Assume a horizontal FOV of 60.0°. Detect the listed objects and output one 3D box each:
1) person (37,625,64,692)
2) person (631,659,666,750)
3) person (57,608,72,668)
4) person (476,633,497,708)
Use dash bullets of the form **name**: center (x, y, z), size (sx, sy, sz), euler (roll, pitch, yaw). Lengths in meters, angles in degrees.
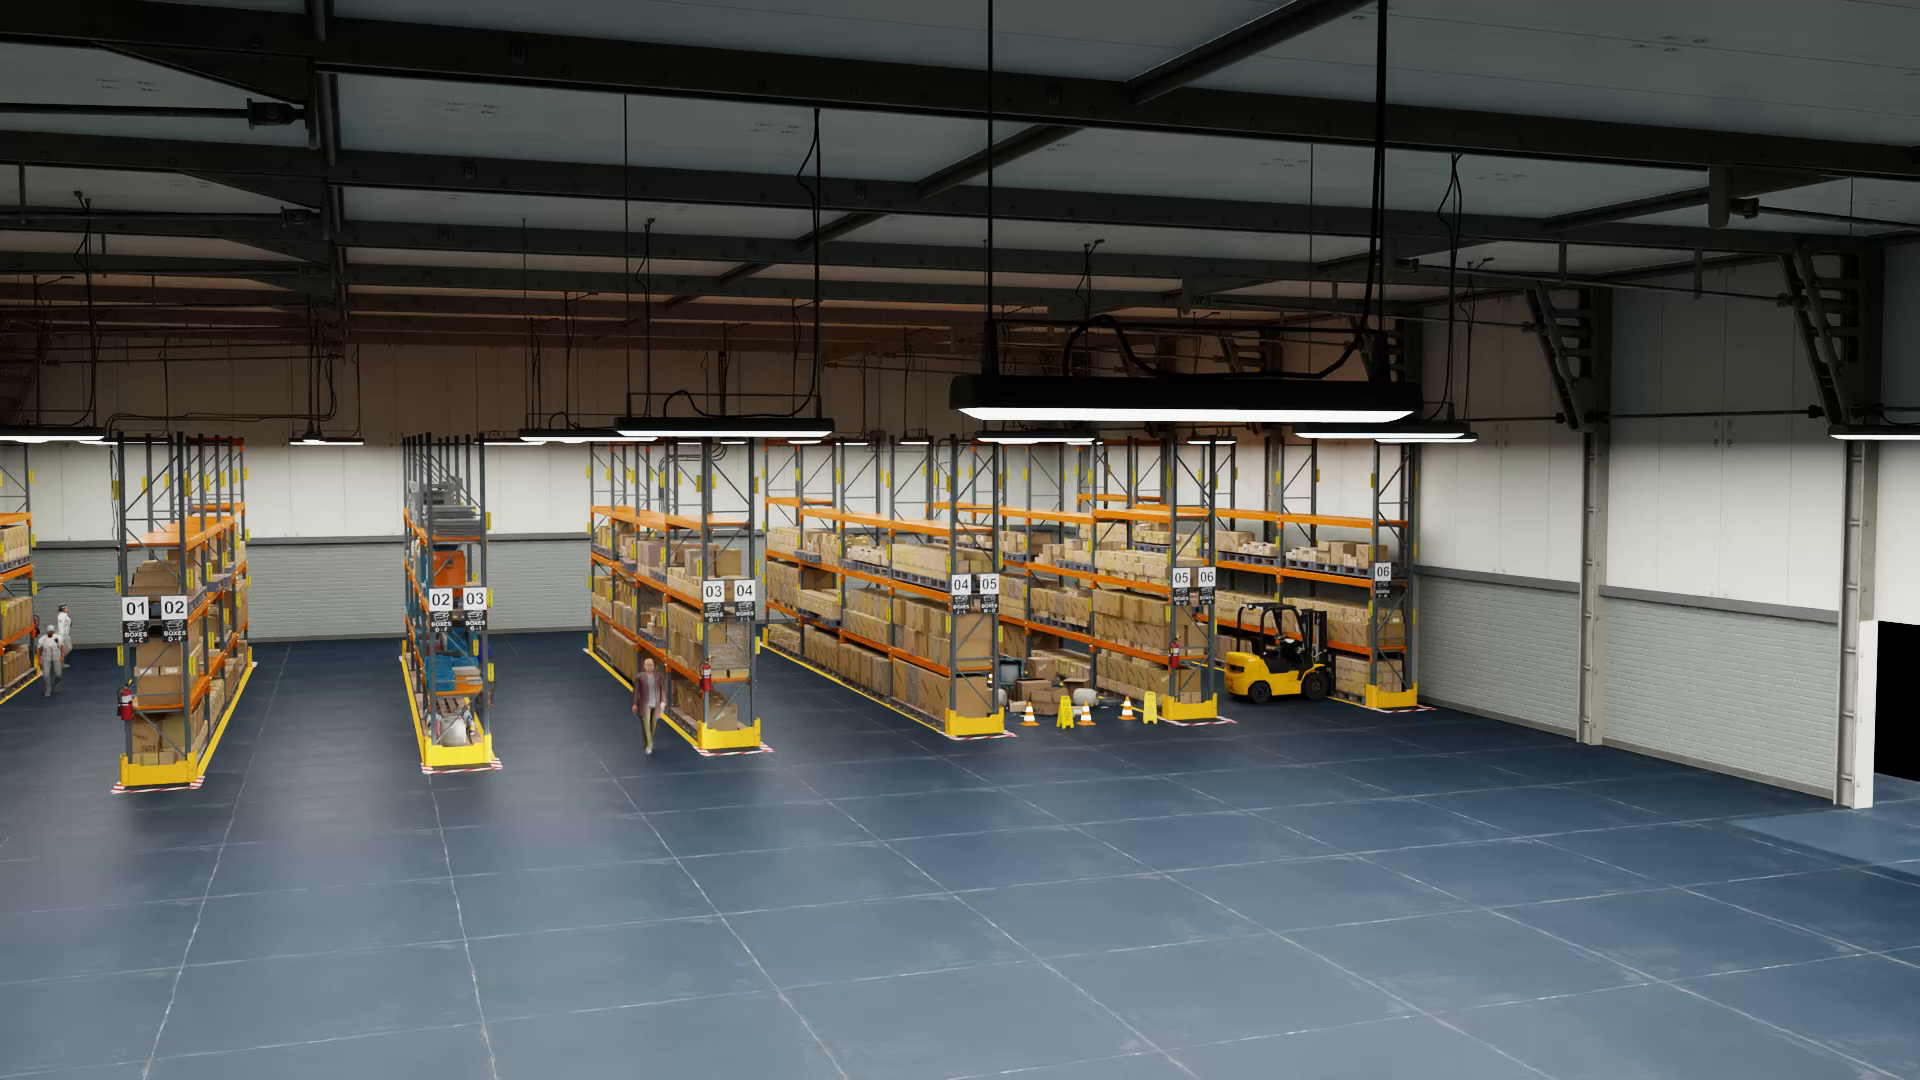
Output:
- **person**: center (-21.078, 2.739, 38.532), size (0.536, 1.568, 0.545), euler (-2, 4, -30)
- **person**: center (-5.837, 3.063, 31.249), size (0.605, 1.672, 0.809), euler (-2, 4, -32)
- **person**: center (-23.283, 2.490, 43.220), size (0.395, 1.662, 0.514), euler (-1, 3, -21)
- **person**: center (-10.494, 2.871, 36.618), size (0.475, 1.663, 0.528), euler (1, 3, 12)
